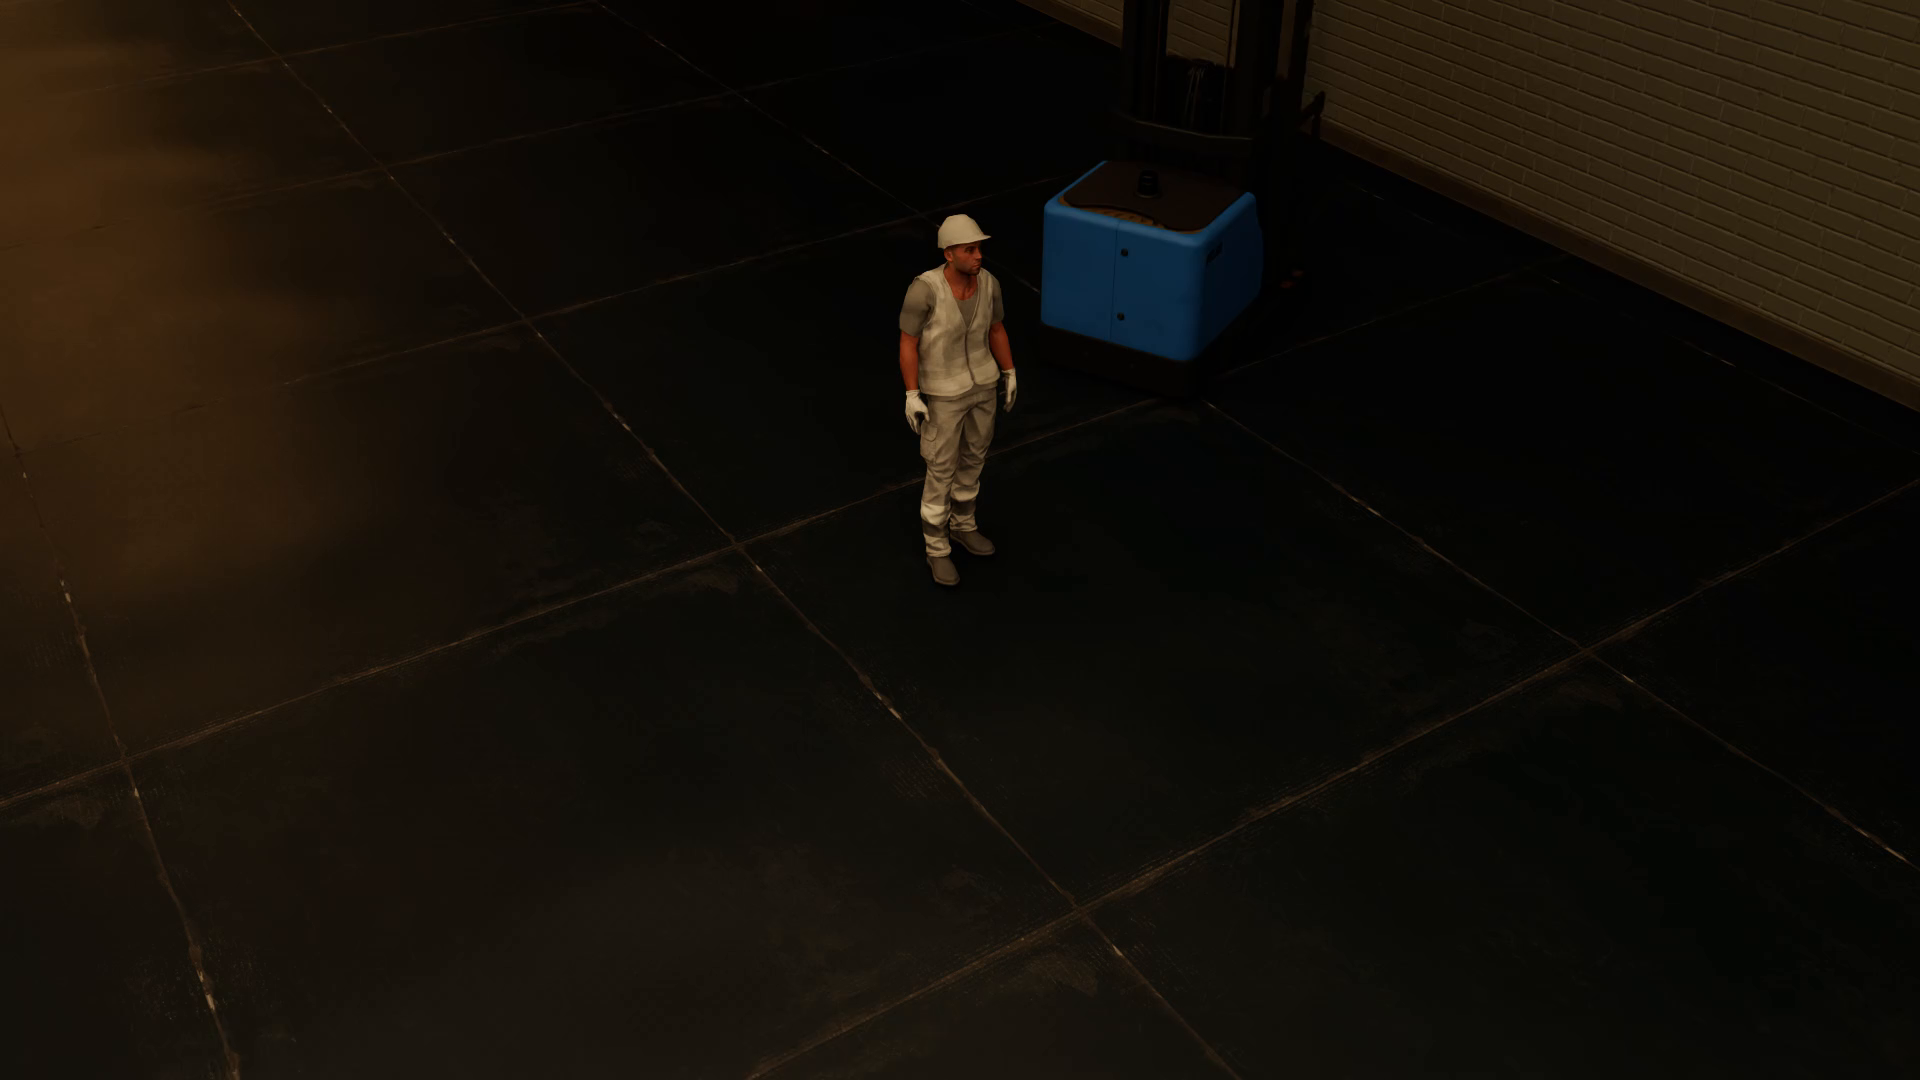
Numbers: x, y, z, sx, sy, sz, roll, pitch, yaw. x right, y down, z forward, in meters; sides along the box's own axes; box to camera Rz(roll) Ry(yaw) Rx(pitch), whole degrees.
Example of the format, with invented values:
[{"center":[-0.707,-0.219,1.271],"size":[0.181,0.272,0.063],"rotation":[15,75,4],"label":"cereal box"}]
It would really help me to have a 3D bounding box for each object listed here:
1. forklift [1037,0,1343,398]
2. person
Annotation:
[{"center":[1.660,-2.851,10.206],"size":[1.130,2.935,3.031],"rotation":[19,39,25],"label":"forklift"},{"center":[0.033,-0.696,8.118],"size":[0.638,1.788,0.563],"rotation":[-21,40,-27],"label":"person"}]
